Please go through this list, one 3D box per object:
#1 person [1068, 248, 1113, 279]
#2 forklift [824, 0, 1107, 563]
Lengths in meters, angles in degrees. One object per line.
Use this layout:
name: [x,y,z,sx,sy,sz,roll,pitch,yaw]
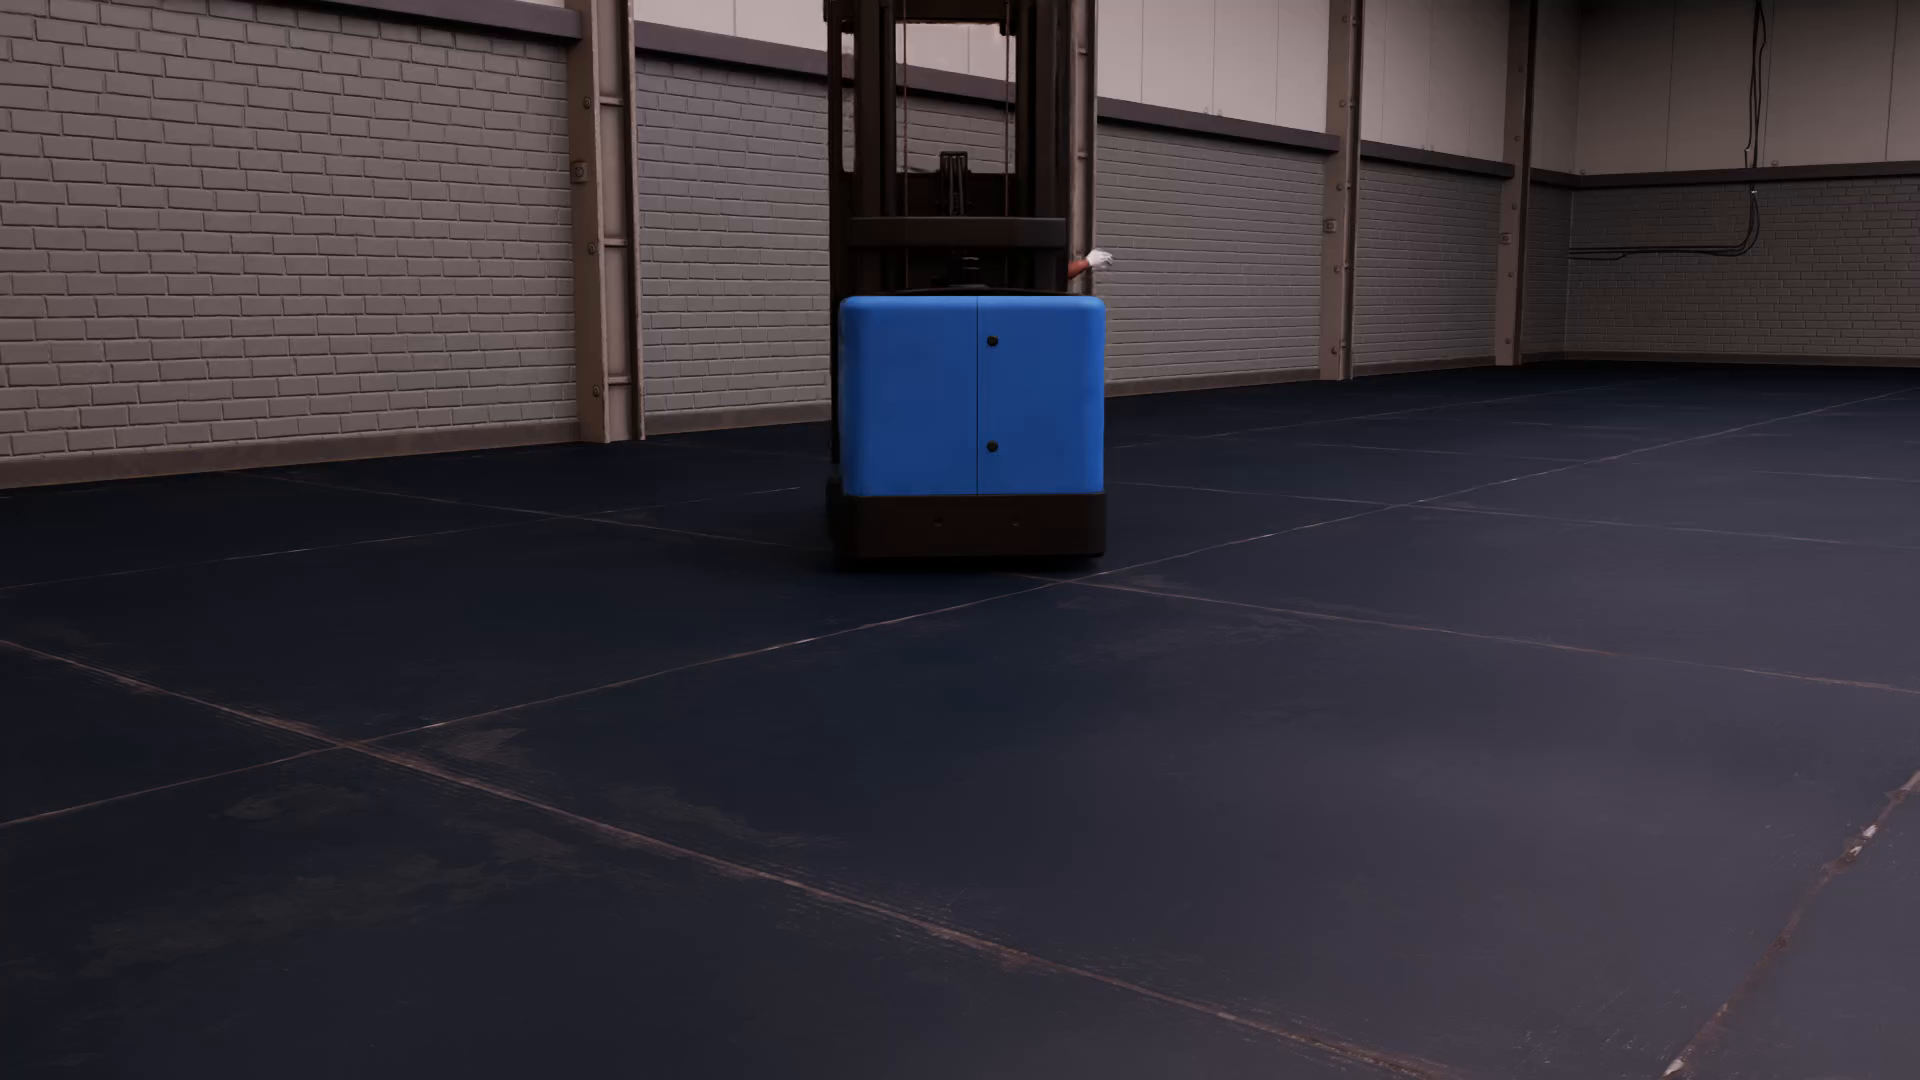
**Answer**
person: [0.459,-1.353,10.933,1.091,1.626,0.699,0,8,3]
forklift: [-0.074,-1.534,7.764,1.130,2.935,3.031,-1,8,-5]
